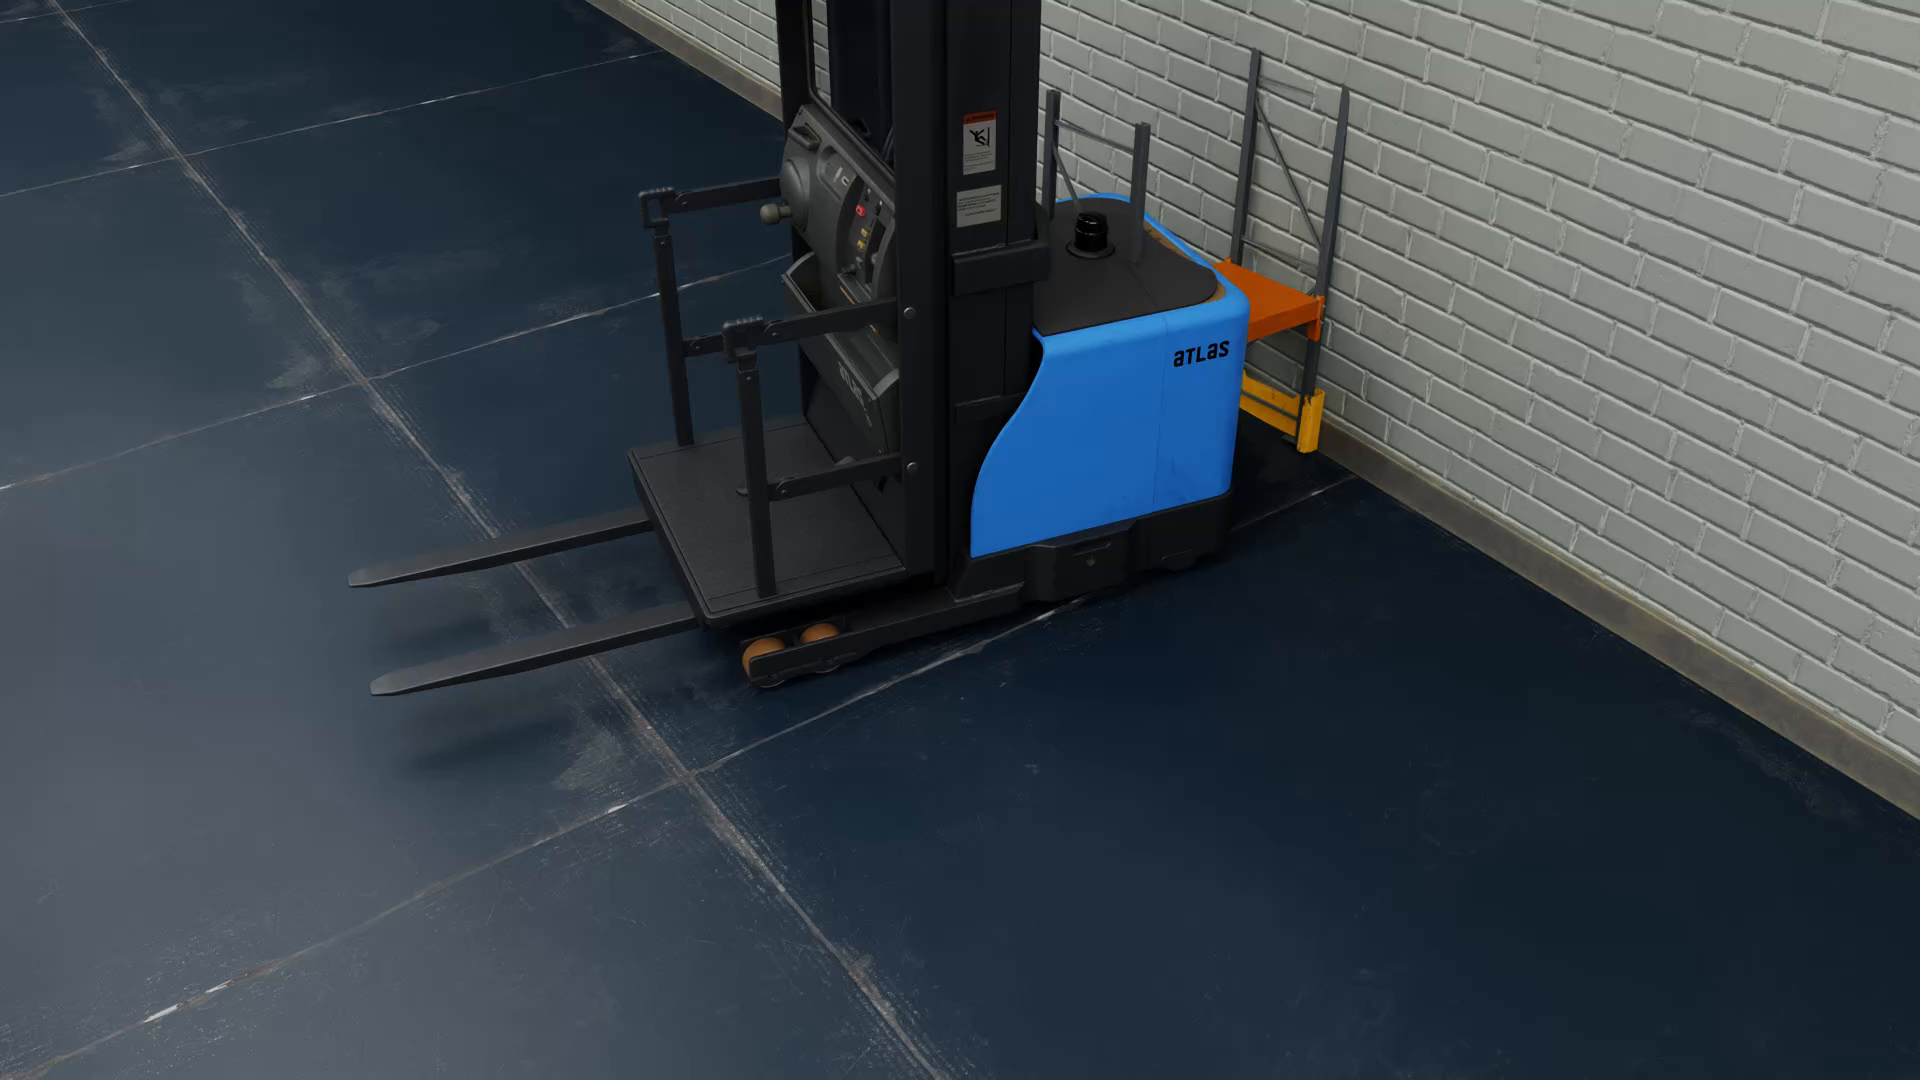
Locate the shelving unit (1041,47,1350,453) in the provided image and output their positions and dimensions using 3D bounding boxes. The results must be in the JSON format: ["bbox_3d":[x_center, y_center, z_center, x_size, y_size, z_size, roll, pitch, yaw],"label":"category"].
[{"bbox_3d":[0.861,-0.973,6.268,1.083,1.500,0.587,-21,37,-32],"label":"shelving unit"}]

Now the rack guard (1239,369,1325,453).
[{"bbox_3d":[1.246,-0.587,6.852,0.087,0.250,0.587,-21,37,-32],"label":"rack guard"}]

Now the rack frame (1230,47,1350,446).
[{"bbox_3d":[1.258,-1.124,6.531,0.032,1.500,0.500,-21,37,-32],"label":"rack frame"}]

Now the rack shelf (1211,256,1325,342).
[{"bbox_3d":[0.851,-0.816,6.356,1.000,0.185,0.538,-21,37,-32],"label":"rack shelf"}]

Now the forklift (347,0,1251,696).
[{"bbox_3d":[-0.576,-1.048,5.197,3.031,2.935,1.130,-14,38,-18],"label":"forklift"}]

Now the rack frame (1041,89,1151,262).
[{"bbox_3d":[0.450,-0.818,5.995,0.032,1.500,0.500,-21,37,-32],"label":"rack frame"}]
